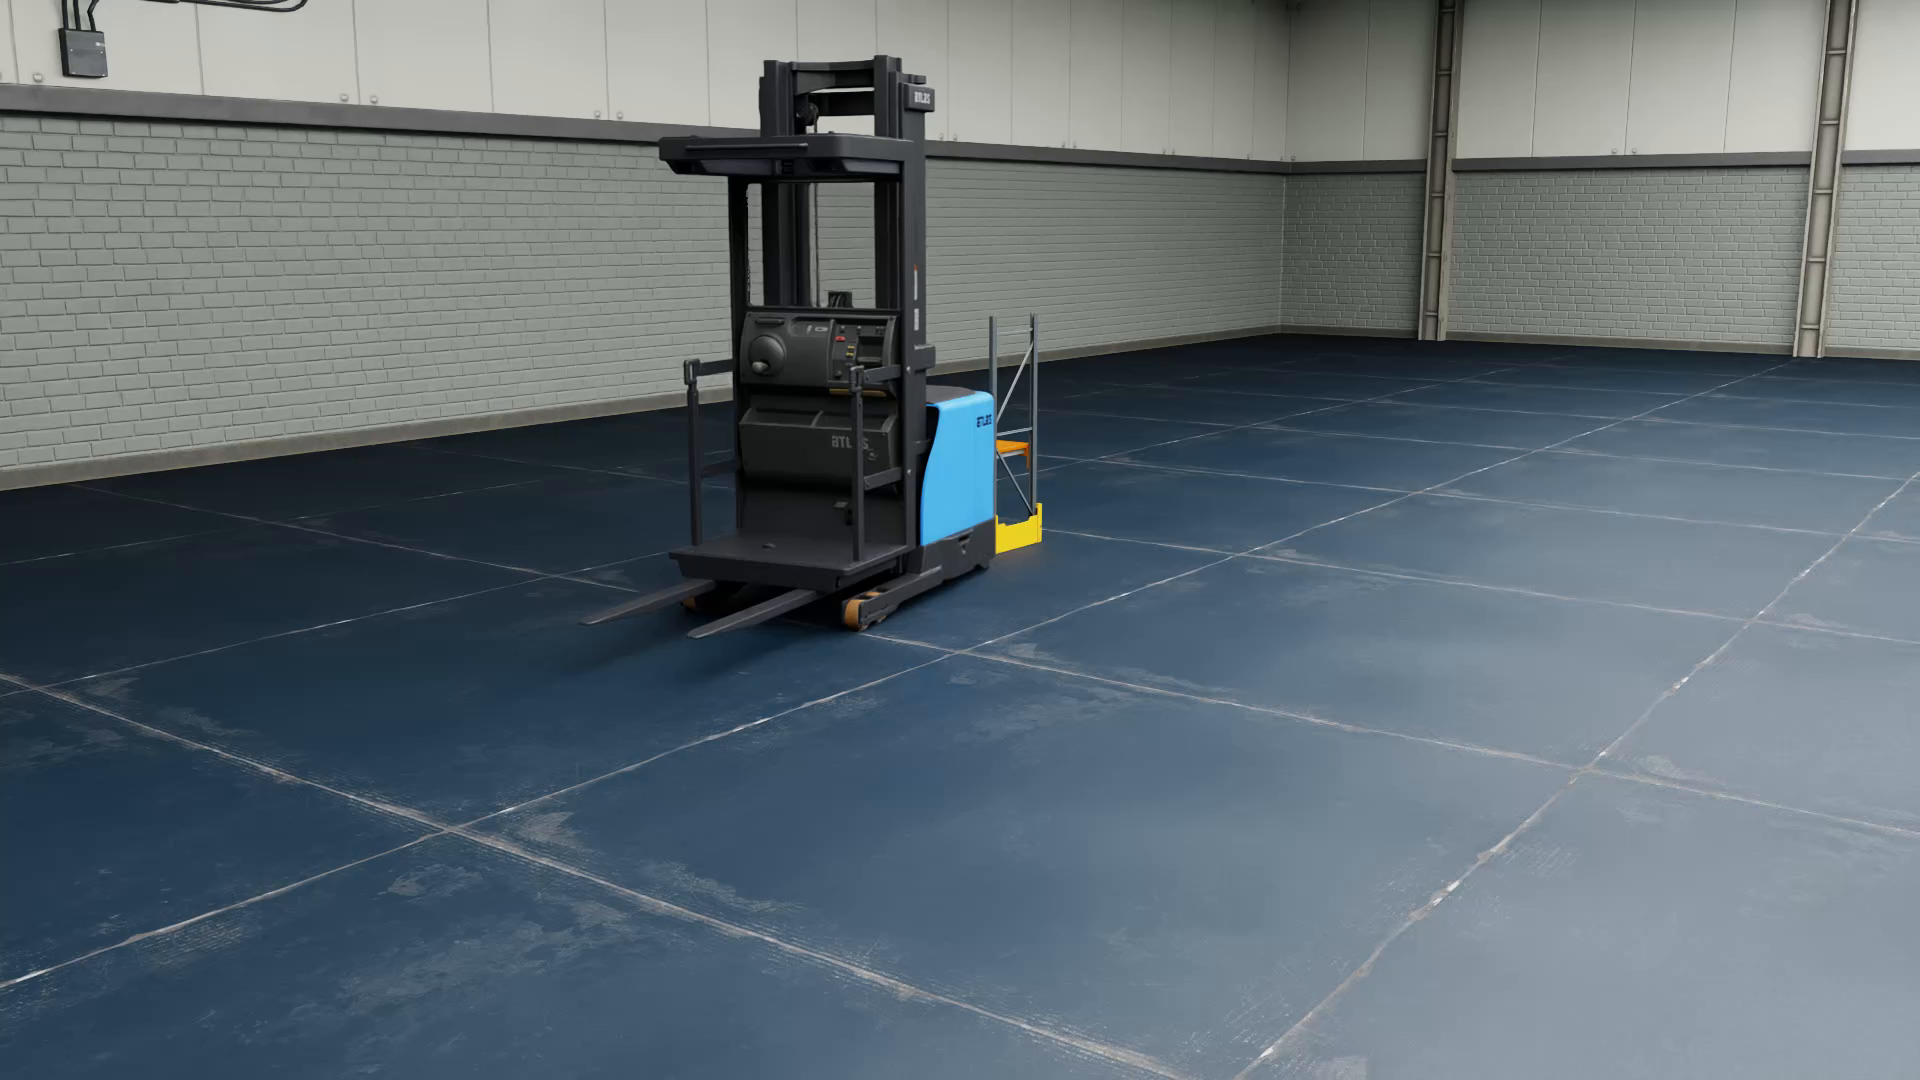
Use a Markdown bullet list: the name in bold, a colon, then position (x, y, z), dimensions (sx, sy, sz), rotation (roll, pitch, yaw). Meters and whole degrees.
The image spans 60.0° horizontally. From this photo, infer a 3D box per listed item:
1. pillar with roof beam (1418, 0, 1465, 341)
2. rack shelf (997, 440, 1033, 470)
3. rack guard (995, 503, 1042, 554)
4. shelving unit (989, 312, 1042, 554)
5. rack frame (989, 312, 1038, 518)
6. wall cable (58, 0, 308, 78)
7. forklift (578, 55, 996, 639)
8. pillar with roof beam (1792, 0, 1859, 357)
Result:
- **pillar with roof beam**: position (5.743, -7.277, 24.953), dimensions (0.400, 9.000, 9.100), rotation (8, 13, 36)
- **rack shelf**: position (-0.069, -0.569, 10.971), dimensions (1.000, 0.185, 0.538), rotation (8, 13, 36)
- **rack guard**: position (0.340, -0.075, 10.761), dimensions (0.087, 0.250, 0.587), rotation (8, 13, 36)
- **shelving unit**: position (-0.061, -0.745, 10.932), dimensions (1.083, 1.500, 0.587), rotation (8, 13, 36)
- **rack frame**: position (0.341, -0.689, 10.641), dimensions (0.032, 1.500, 0.500), rotation (8, 13, 36)
- **wall cable**: position (-6.314, -6.769, 13.372), dimensions (0.169, 6.003, 2.305), rotation (8, 13, 36)
- **forklift**: position (-0.861, -1.064, 8.811), dimensions (1.130, 2.935, 3.031), rotation (5, 12, 24)
- **pillar with roof beam**: position (10.579, -6.603, 21.467), dimensions (0.400, 9.000, 9.100), rotation (8, 13, 36)
